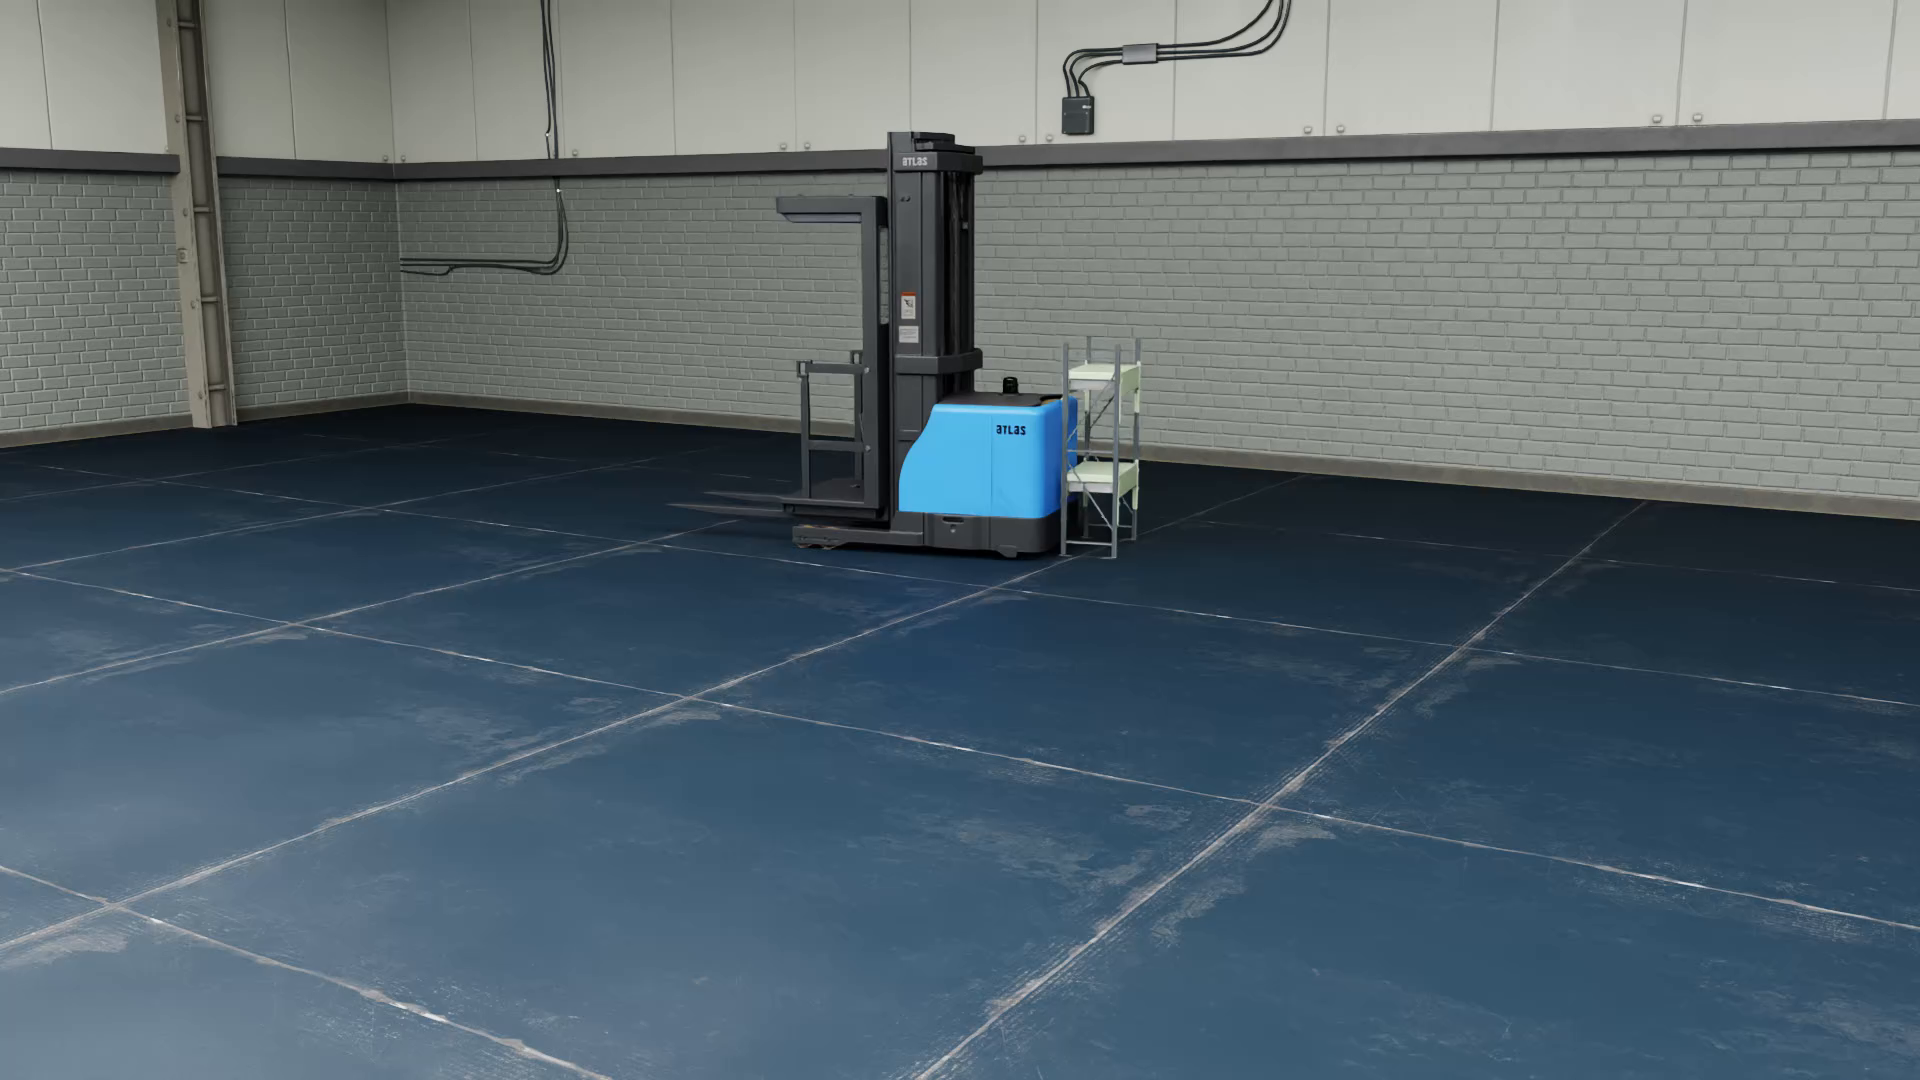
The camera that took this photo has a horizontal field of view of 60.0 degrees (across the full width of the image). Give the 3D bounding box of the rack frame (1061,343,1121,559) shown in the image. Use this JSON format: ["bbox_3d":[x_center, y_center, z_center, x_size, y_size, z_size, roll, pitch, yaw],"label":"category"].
[{"bbox_3d":[0.907,-0.614,11.570,0.400,1.500,0.023,3,11,17],"label":"rack frame"}]

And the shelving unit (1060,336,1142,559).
[{"bbox_3d":[1.012,-0.678,11.914,0.431,1.500,0.755,3,11,17],"label":"shelving unit"}]

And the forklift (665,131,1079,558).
[{"bbox_3d":[-0.694,-1.457,12.188,3.031,2.935,1.130,4,11,19],"label":"forklift"}]

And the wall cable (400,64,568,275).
[{"bbox_3d":[-6.096,-4.576,20.794,3.097,2.526,0.112,6,12,31],"label":"wall cable"}]

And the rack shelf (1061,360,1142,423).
[{"bbox_3d":[1.013,-1.062,11.842,0.431,0.370,0.720,3,11,17],"label":"rack shelf"}]

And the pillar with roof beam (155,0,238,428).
[{"bbox_3d":[-5.077,-5.354,16.511,9.100,9.000,0.400,6,12,31],"label":"pillar with roof beam"}]

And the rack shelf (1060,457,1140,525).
[{"bbox_3d":[1.012,-0.358,11.974,0.431,0.370,0.720,3,11,17],"label":"rack shelf"}]

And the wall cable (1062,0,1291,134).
[{"bbox_3d":[2.009,-6.864,15.337,2.305,6.003,0.169,6,12,31],"label":"wall cable"}]

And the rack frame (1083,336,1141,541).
[{"bbox_3d":[1.118,-0.742,12.259,0.400,1.500,0.023,3,11,17],"label":"rack frame"}]

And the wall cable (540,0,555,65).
[{"bbox_3d":[-3.784,-6.800,18.949,3.097,2.526,0.112,6,12,31],"label":"wall cable"}]
